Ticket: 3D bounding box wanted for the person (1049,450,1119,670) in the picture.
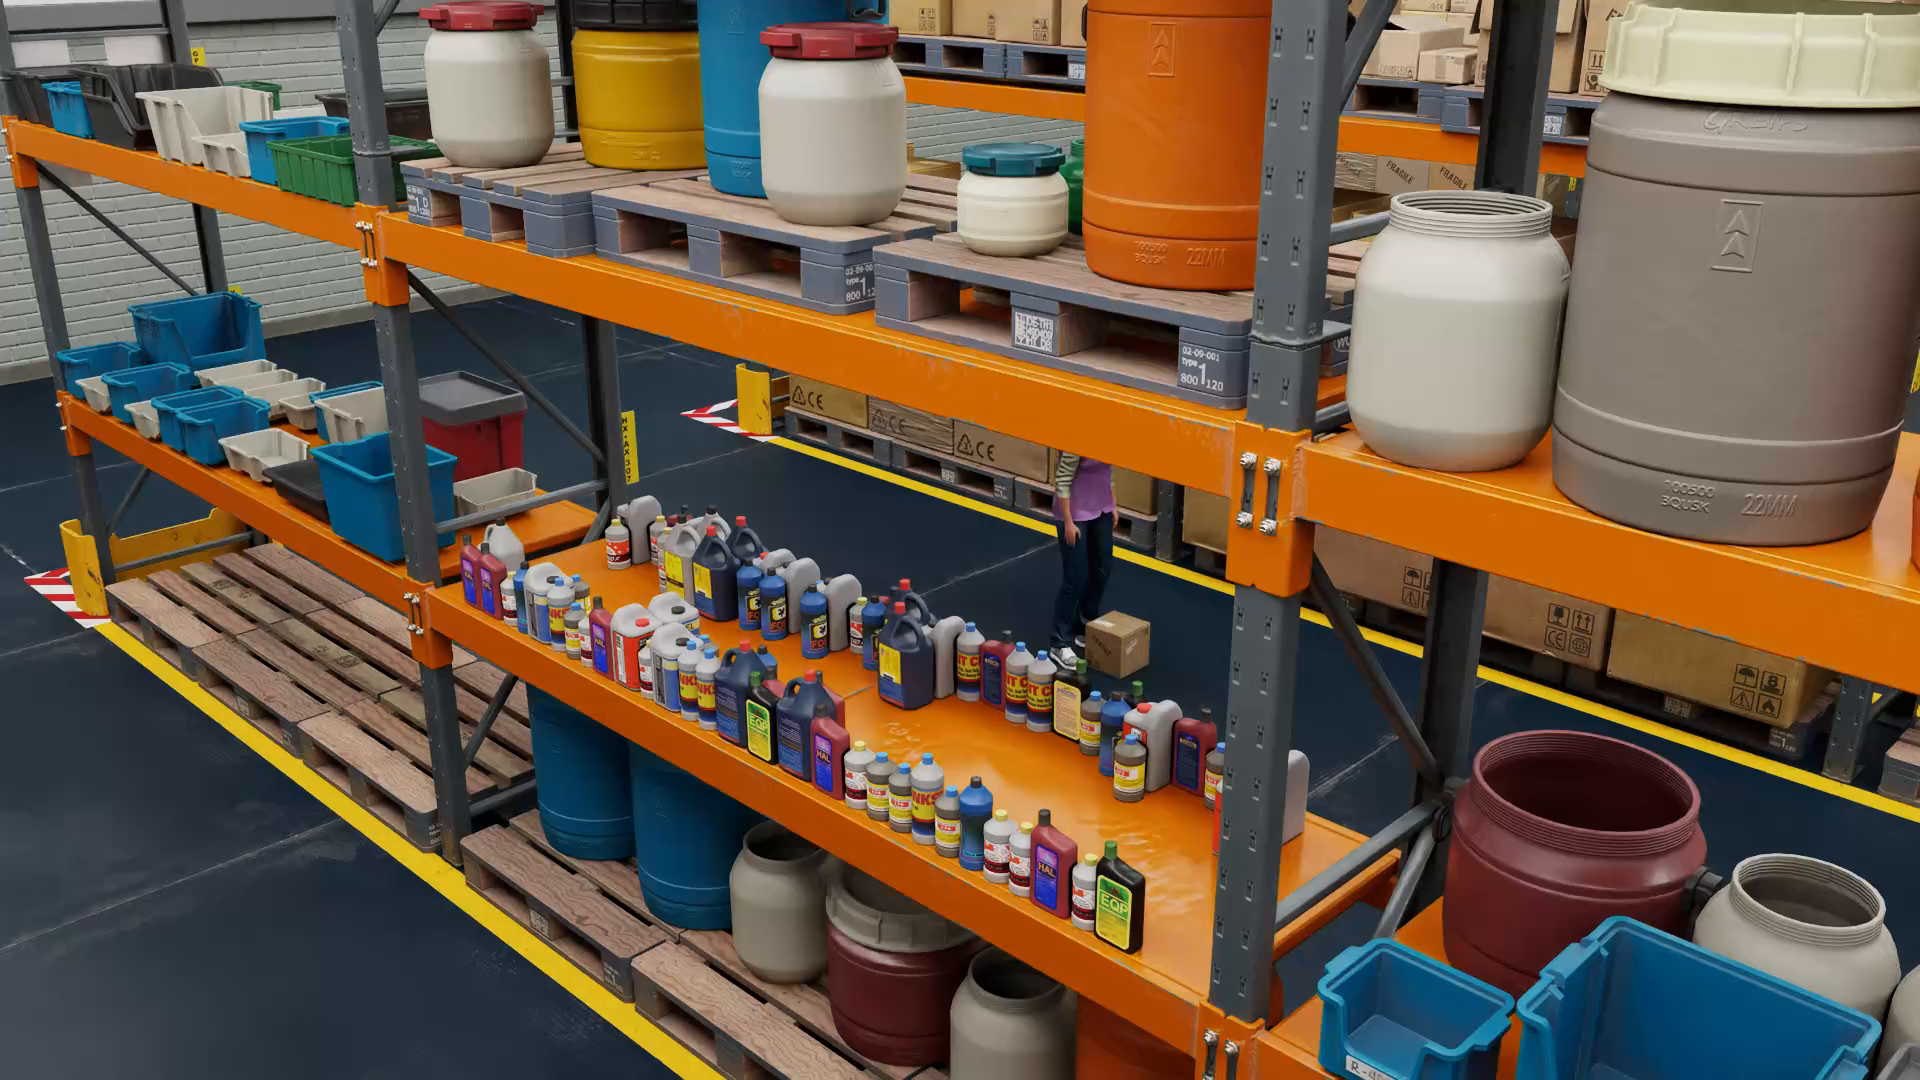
[{"bbox_3d":[0.679,-0.120,8.910,0.342,1.593,0.485,17,27,38],"label":"person"}]
